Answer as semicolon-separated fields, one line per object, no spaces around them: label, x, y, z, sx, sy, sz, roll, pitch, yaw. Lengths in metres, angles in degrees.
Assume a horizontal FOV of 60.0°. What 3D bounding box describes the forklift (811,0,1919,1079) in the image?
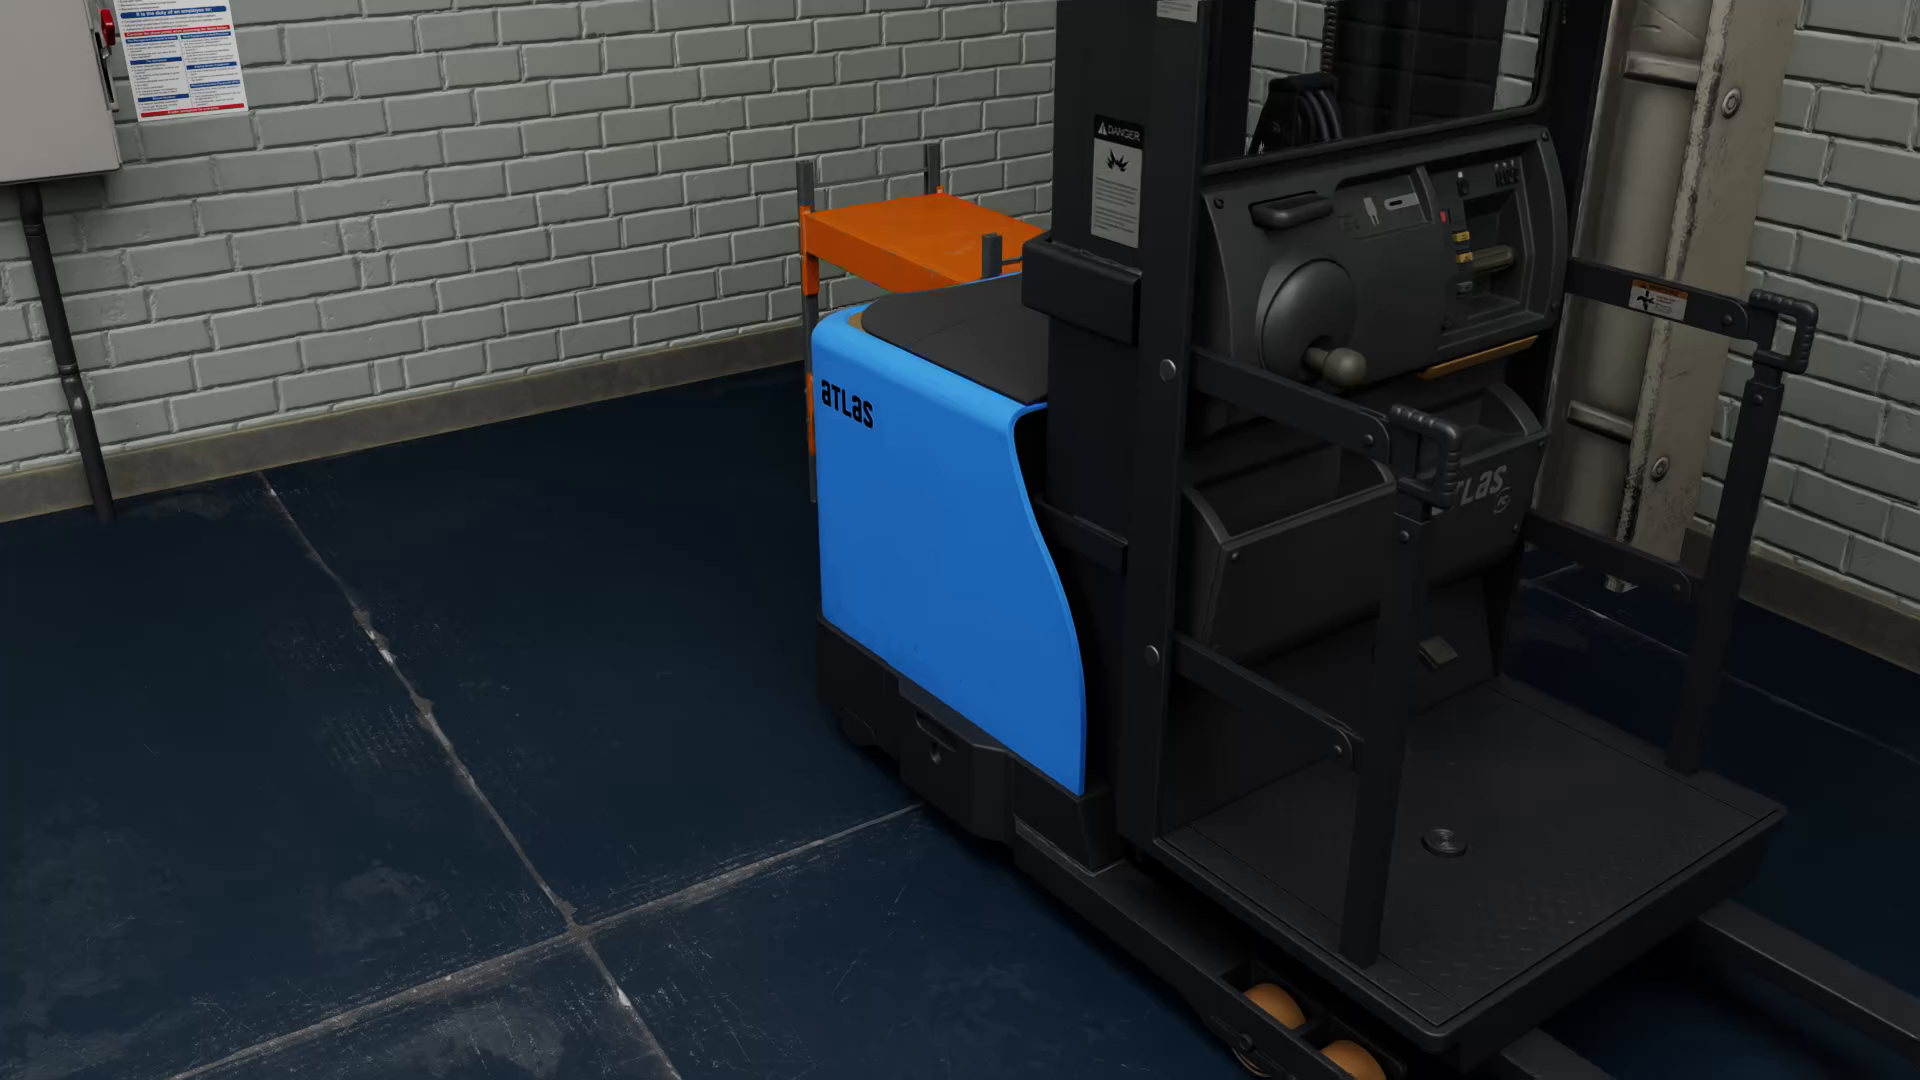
forklift;0.923;-0.493;2.861;1.130;2.935;3.031;-18;31;-33

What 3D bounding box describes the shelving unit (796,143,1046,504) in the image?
shelving unit;-0.004;-0.511;5.015;0.538;1.125;1.048;-16;29;-30

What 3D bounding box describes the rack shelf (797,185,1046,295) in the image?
rack shelf;-0.004;-0.776;4.890;0.538;0.278;1.000;-16;29;-30

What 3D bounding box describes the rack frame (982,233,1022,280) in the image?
rack frame;0.274;-0.329;4.630;0.500;1.125;0.032;-16;29;-30

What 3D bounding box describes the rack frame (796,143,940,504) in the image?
rack frame;-0.281;-0.693;5.400;0.500;1.125;0.032;-16;29;-30

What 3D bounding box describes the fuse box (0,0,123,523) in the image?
fuse box;-2.729;-0.839;5.022;0.539;1.711;0.414;-16;29;-30

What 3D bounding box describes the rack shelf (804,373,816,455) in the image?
rack shelf;-0.004;-0.290;5.119;0.538;0.278;1.000;-16;29;-30

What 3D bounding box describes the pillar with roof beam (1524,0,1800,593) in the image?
pillar with roof beam;-1.638;-3.015;1.095;9.100;9.000;0.400;-16;29;-30

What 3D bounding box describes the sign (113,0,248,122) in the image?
sign;-2.429;-1.567;5.168;0.329;0.494;0.001;-16;29;-30
